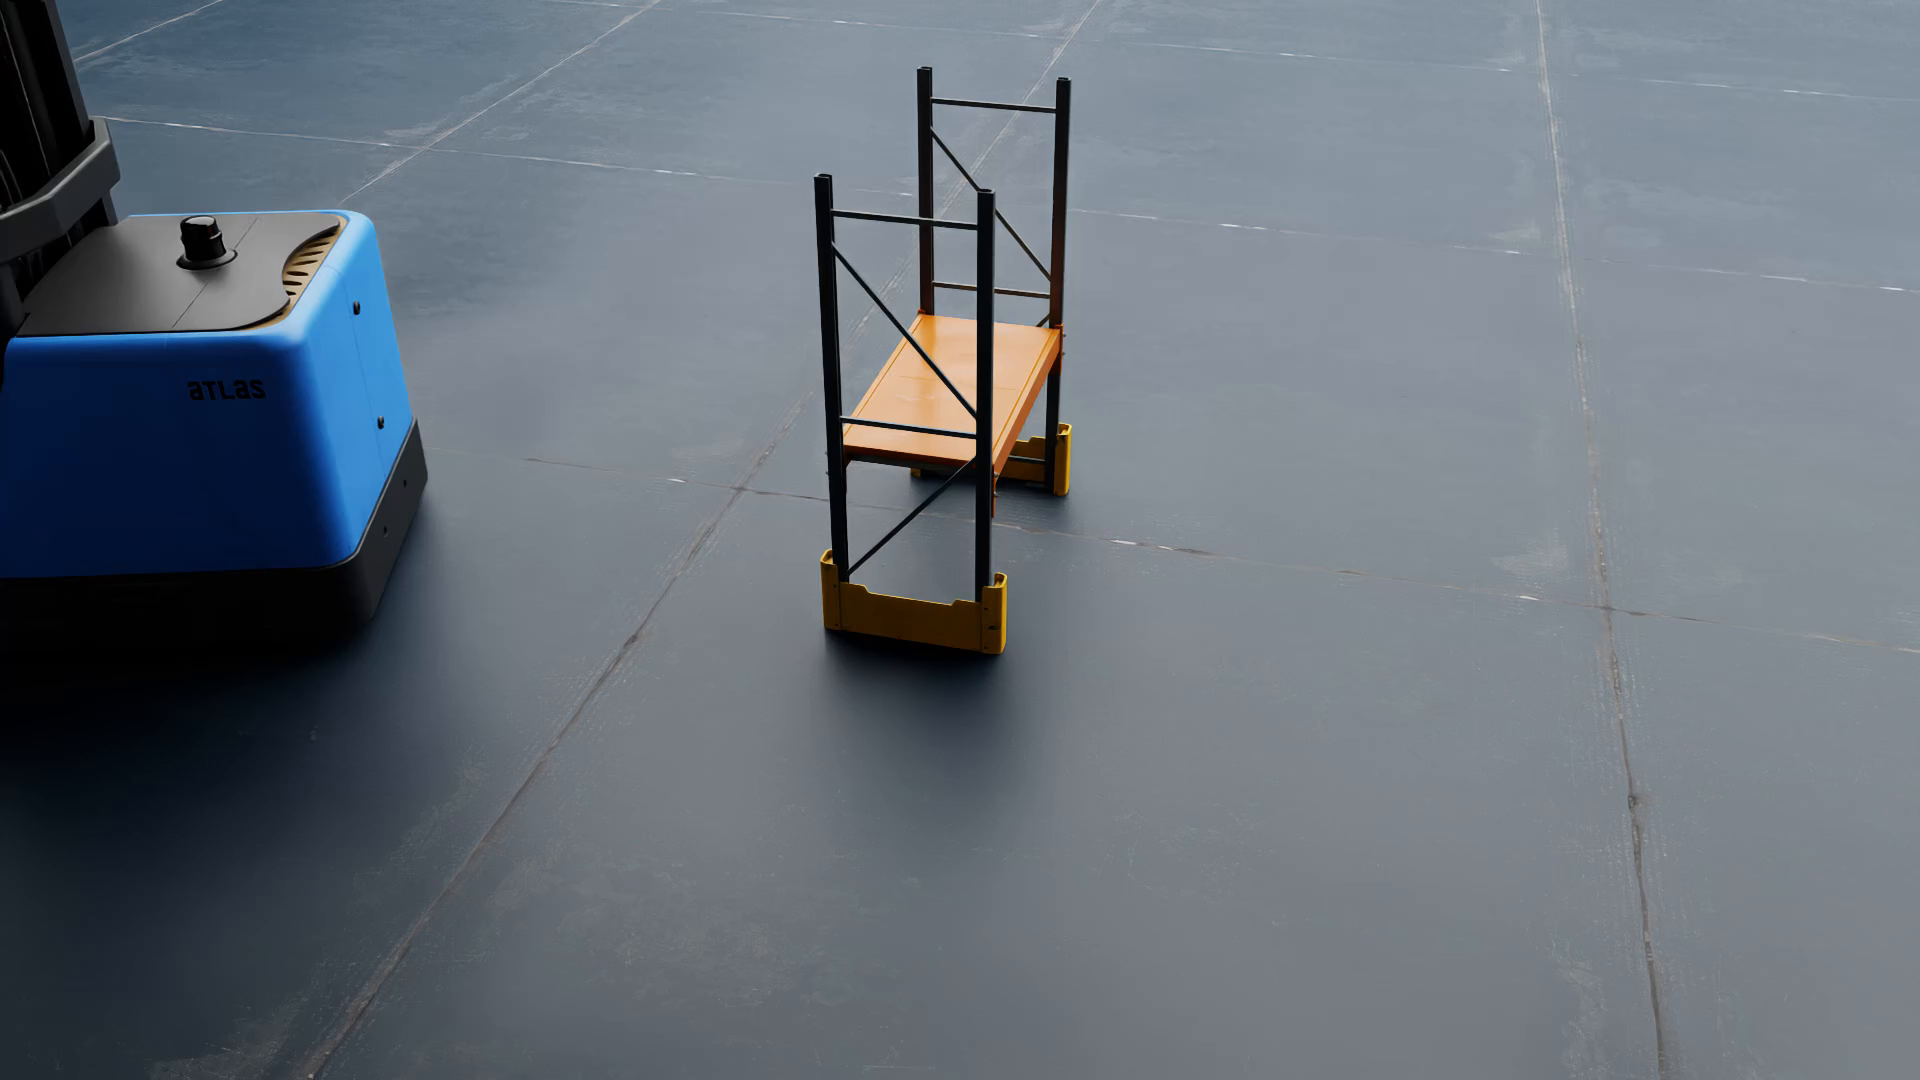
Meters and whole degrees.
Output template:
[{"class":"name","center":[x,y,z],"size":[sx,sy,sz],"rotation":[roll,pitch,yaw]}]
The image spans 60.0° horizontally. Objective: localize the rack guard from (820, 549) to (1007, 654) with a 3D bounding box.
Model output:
[{"class":"rack guard","center":[-0.146,0.192,5.214],"size":[0.587,0.250,0.087],"rotation":[8,33,12]}]

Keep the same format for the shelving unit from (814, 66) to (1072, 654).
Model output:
[{"class":"shelving unit","center":[-0.019,-0.593,5.285],"size":[0.587,1.500,1.083],"rotation":[8,33,12]}]

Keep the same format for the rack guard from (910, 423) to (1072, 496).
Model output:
[{"class":"rack guard","center":[0.107,-0.324,6.027],"size":[0.587,0.250,0.087],"rotation":[8,33,12]}]

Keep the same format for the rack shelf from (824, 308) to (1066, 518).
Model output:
[{"class":"rack shelf","center":[-0.022,-0.437,5.374],"size":[0.538,0.185,1.000],"rotation":[8,33,12]}]

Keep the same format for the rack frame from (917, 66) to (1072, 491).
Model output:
[{"class":"rack frame","center":[0.107,-0.852,5.693],"size":[0.500,1.500,0.032],"rotation":[8,33,12]}]

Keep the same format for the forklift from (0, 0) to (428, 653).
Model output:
[{"class":"forklift","center":[-3.389,-1.113,4.769],"size":[3.031,2.935,1.130],"rotation":[-2,33,-3]}]

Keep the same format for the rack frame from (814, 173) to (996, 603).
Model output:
[{"class":"rack frame","center":[-0.151,-0.325,4.863],"size":[0.500,1.500,0.032],"rotation":[8,33,12]}]
